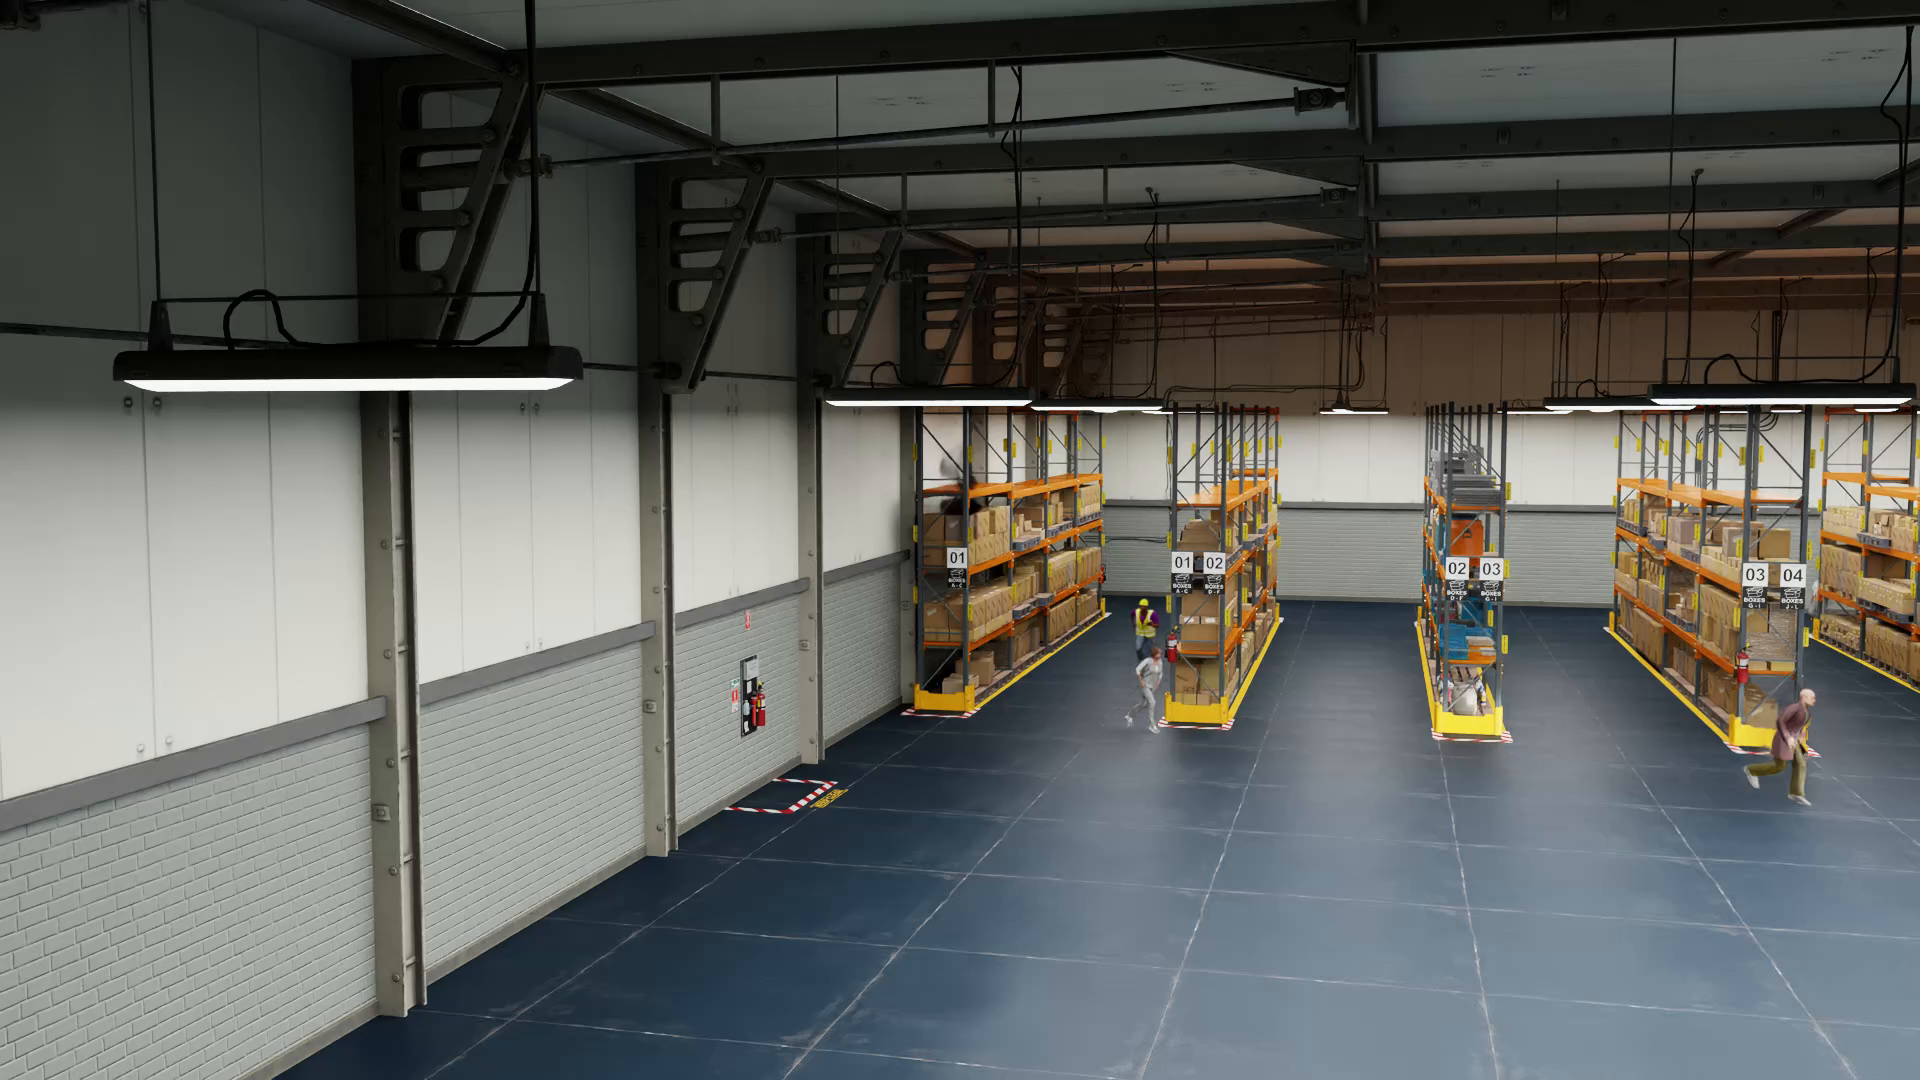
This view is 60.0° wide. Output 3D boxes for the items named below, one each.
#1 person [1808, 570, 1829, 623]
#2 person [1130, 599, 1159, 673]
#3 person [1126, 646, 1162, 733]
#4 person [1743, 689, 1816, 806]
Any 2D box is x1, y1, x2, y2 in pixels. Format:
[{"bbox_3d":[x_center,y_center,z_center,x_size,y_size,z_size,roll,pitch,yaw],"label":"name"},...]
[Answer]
[{"bbox_3d":[22.930,1.614,44.409,0.660,1.646,0.553,-2,5,-20],"label":"person"},{"bbox_3d":[4.084,2.134,36.864,0.682,1.679,0.878,1,4,13],"label":"person"},{"bbox_3d":[3.423,2.701,30.465,0.516,1.555,0.851,-3,5,-36],"label":"person"},{"bbox_3d":[12.292,3.051,24.915,1.021,1.737,0.729,4,6,44],"label":"person"}]
